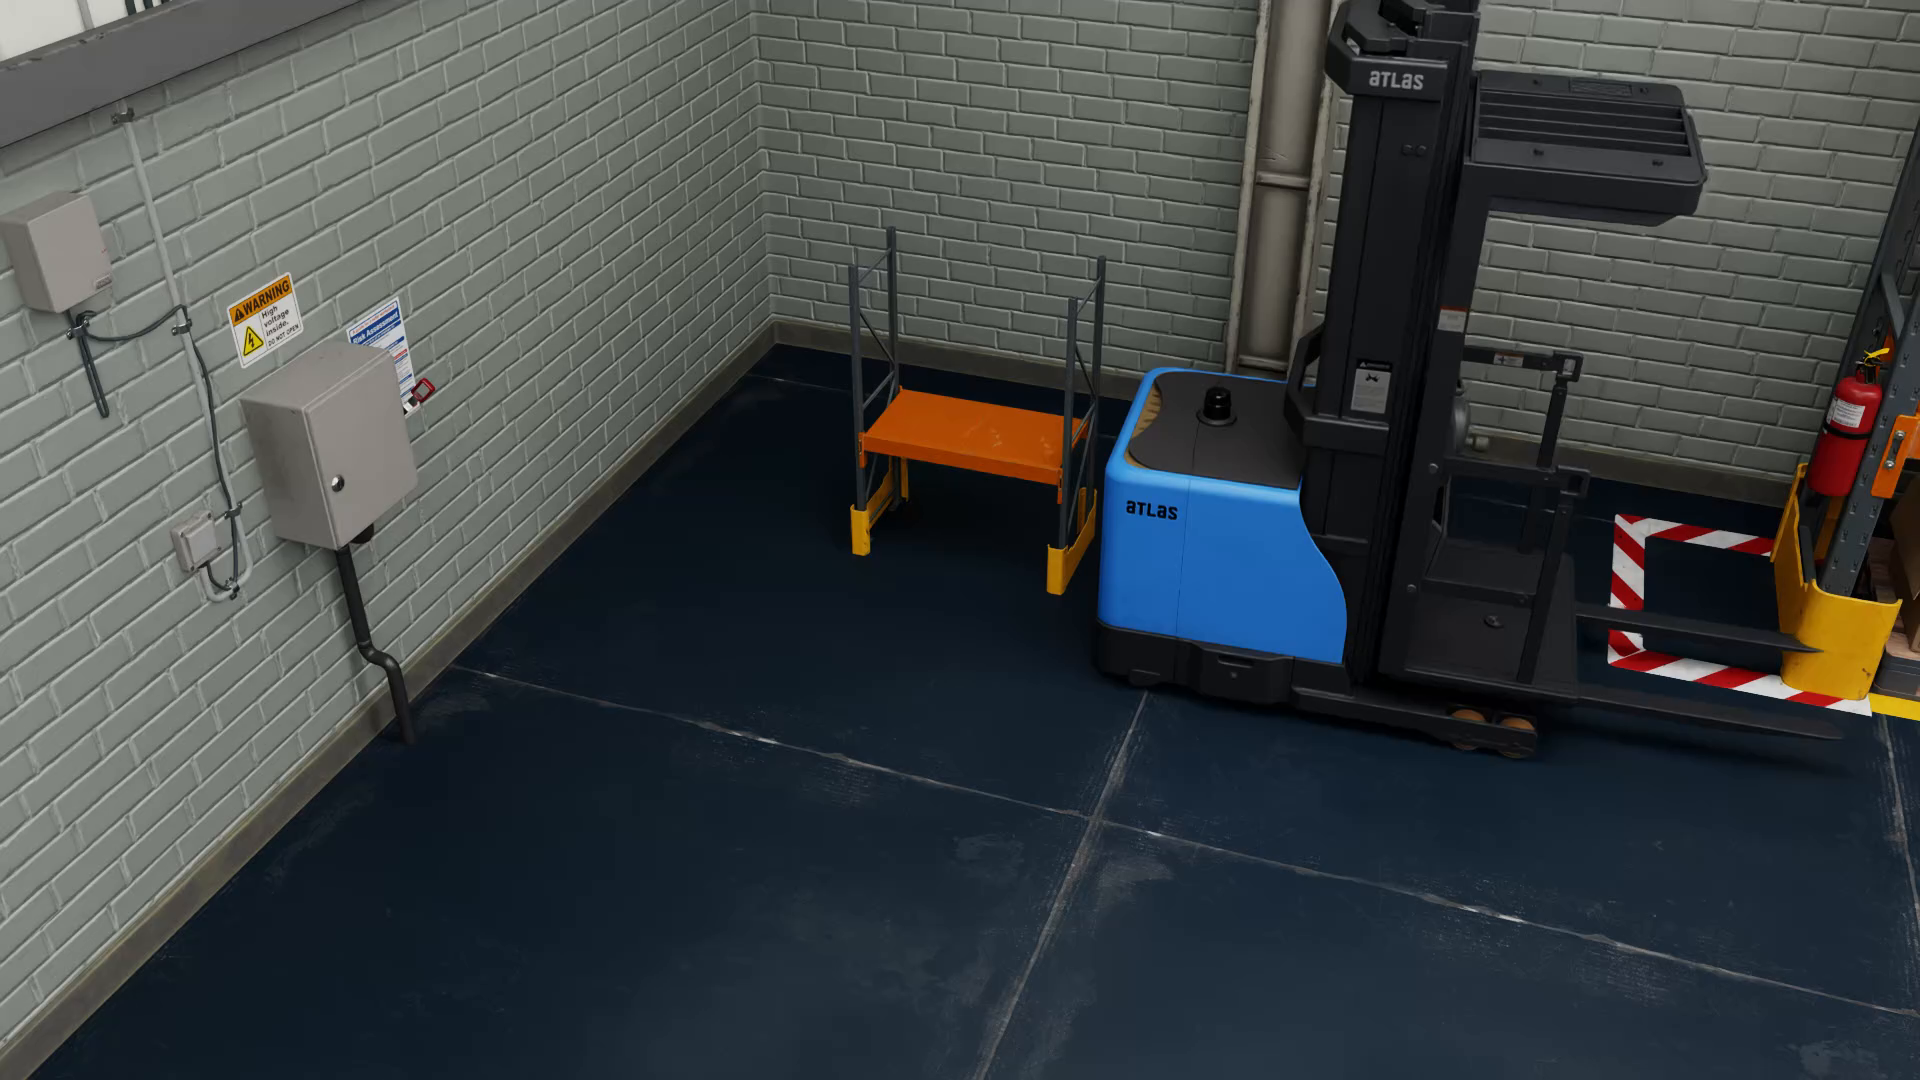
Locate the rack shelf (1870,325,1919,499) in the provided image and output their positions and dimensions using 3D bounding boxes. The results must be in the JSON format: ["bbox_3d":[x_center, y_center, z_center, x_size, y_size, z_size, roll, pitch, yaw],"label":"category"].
[{"bbox_3d":[5.758,-0.232,6.507,4.000,0.370,1.077,11,34,16],"label":"rack shelf"}]

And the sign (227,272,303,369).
[{"bbox_3d":[-2.479,-0.787,5.943,0.001,0.242,0.339,11,34,16],"label":"sign"}]

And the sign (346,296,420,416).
[{"bbox_3d":[-2.294,-0.681,6.627,0.001,0.494,0.329,11,34,16],"label":"sign"}]

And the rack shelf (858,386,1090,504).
[{"bbox_3d":[0.080,-0.463,7.917,1.000,0.185,0.538,11,34,16],"label":"rack shelf"}]

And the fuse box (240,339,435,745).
[{"bbox_3d":[-2.266,0.111,6.501,0.414,1.711,0.539,11,34,16],"label":"fuse box"}]

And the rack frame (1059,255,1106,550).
[{"bbox_3d":[0.559,-0.521,7.675,0.032,1.500,0.500,11,34,16],"label":"rack frame"}]

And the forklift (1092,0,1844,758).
[{"bbox_3d":[2.154,-0.654,6.561,3.031,2.935,1.130,9,34,13],"label":"forklift"}]

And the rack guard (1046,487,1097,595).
[{"bbox_3d":[0.541,0.000,8.019,0.087,0.250,0.587,11,34,16],"label":"rack guard"}]

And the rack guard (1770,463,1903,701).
[{"bbox_3d":[3.947,0.164,7.535,0.348,0.500,1.175,11,34,16],"label":"rack guard"}]

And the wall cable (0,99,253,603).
[{"bbox_3d":[-2.644,-0.538,5.381,0.122,1.984,0.588,11,34,16],"label":"wall cable"}]

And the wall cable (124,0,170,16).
[{"bbox_3d":[-2.014,-3.597,5.491,0.133,3.039,2.988,11,34,16],"label":"wall cable"}]

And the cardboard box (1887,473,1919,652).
[{"bbox_3d":[4.419,0.133,7.194,0.637,0.503,0.797,10,34,15],"label":"cardboard box"}]

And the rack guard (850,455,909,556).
[{"bbox_3d":[-0.397,-0.182,8.302,0.087,0.250,0.587,11,34,16],"label":"rack guard"}]

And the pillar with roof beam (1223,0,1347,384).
[{"bbox_3d":[0.189,-2.176,3.324,0.400,9.000,9.100,11,34,16],"label":"pillar with roof beam"}]

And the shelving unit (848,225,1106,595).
[{"bbox_3d":[0.072,-0.616,7.822,1.083,1.500,0.587,11,34,16],"label":"shelving unit"}]

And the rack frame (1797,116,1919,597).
[{"bbox_3d":[3.875,-0.900,6.879,0.127,3.000,1.000,11,34,16],"label":"rack frame"}]

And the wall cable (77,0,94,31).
[{"bbox_3d":[-2.989,-2.166,3.308,0.029,3.000,2.355,11,34,16],"label":"wall cable"}]

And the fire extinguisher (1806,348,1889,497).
[{"bbox_3d":[3.581,-0.502,6.677,0.183,0.674,0.296,11,34,16],"label":"fire extinguisher"}]

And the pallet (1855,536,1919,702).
[{"bbox_3d":[4.698,0.431,7.388,1.213,0.211,1.003,11,34,16],"label":"pallet"}]

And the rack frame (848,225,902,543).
[{"bbox_3d":[-0.398,-0.707,7.963,0.032,1.500,0.500,11,34,16],"label":"rack frame"}]
